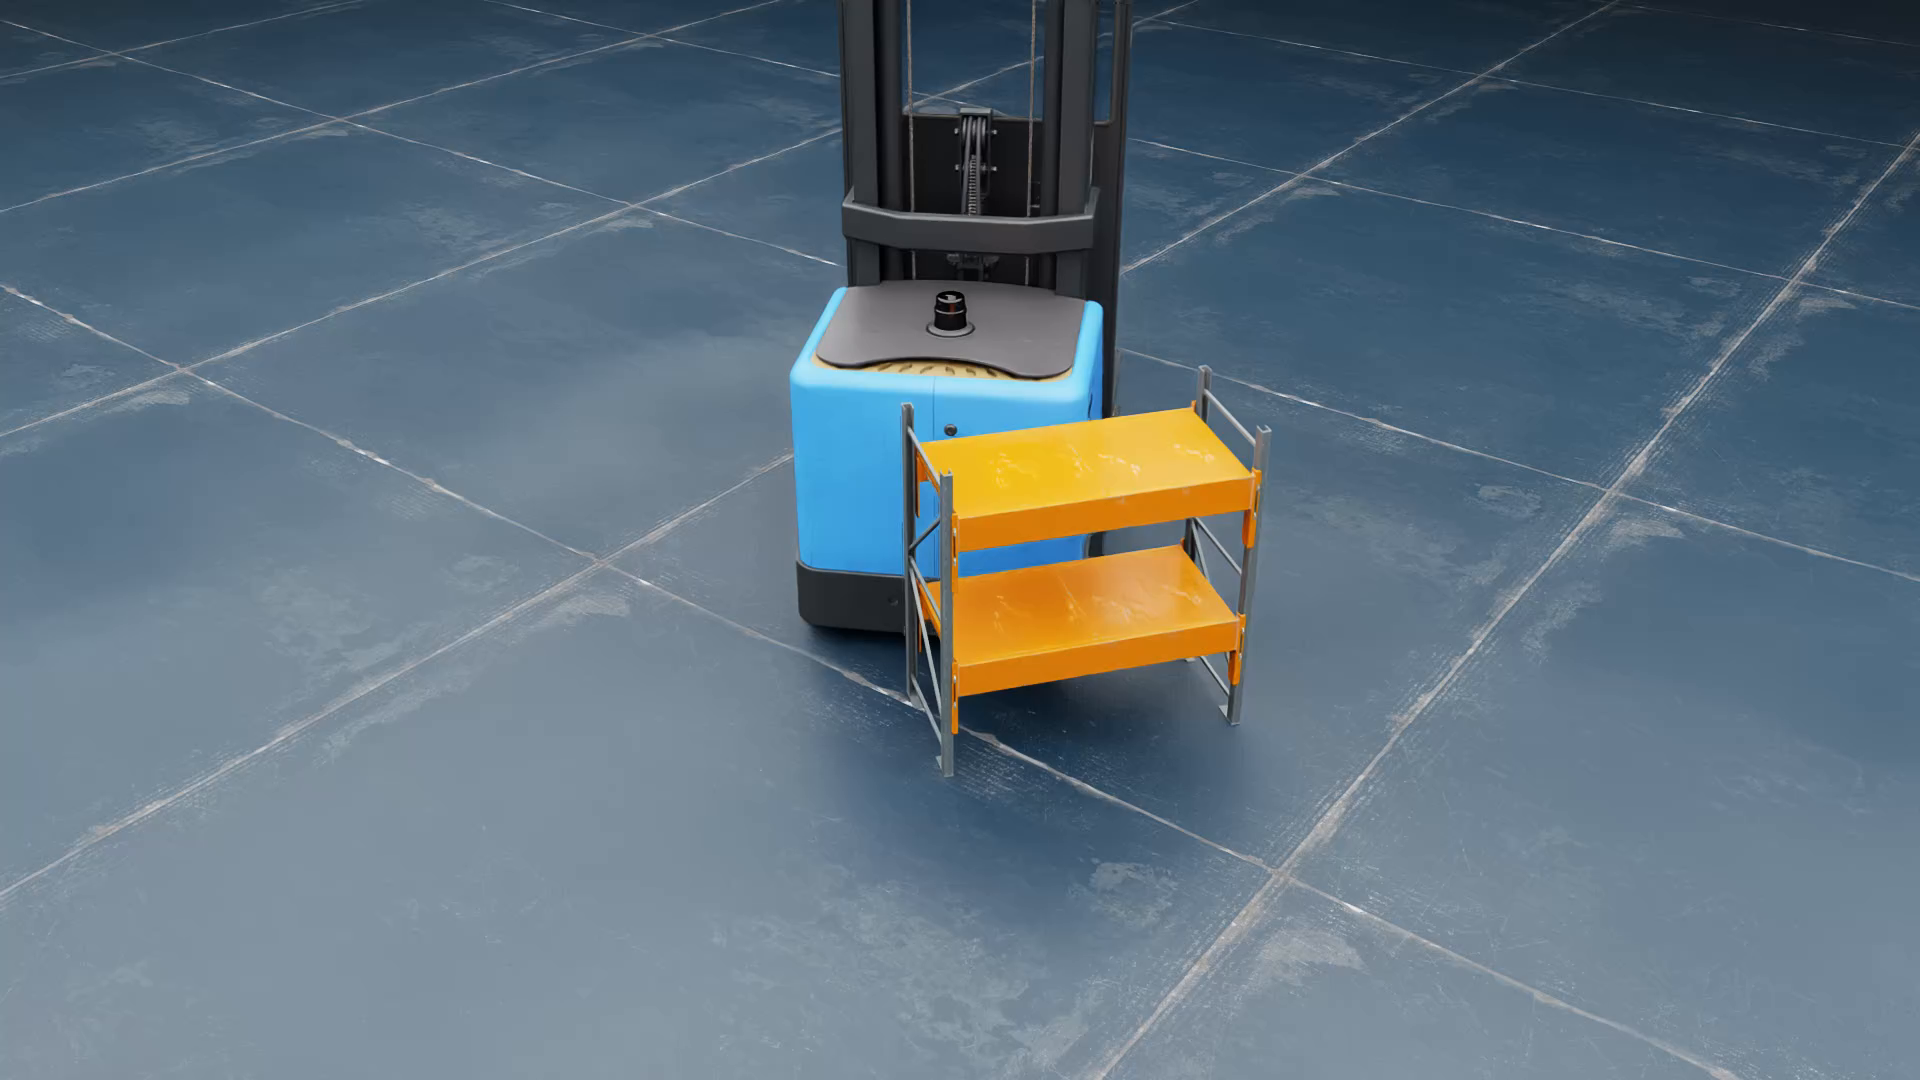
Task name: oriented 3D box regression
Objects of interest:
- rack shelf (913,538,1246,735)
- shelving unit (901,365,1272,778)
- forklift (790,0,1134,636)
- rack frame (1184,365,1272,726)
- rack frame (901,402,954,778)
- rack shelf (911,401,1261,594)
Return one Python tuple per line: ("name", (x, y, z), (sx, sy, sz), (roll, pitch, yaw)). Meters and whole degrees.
("rack shelf", (0.385, 0.309, 5.602), (1.000, 0.278, 0.538), (-8, 32, -14))
("shelving unit", (0.385, 0.099, 5.477), (1.048, 1.125, 0.538), (-8, 32, -14))
("forklift", (0.128, -1.616, 6.602), (1.130, 2.935, 3.031), (4, 31, 7))
("rack frame", (0.874, 0.028, 5.598), (0.032, 1.125, 0.500), (-8, 32, -14))
("rack frame", (-0.103, 0.171, 5.356), (0.032, 1.125, 0.500), (-8, 32, -14))
("rack shelf", (0.385, -0.152, 5.326), (1.000, 0.278, 0.538), (-8, 32, -14))
